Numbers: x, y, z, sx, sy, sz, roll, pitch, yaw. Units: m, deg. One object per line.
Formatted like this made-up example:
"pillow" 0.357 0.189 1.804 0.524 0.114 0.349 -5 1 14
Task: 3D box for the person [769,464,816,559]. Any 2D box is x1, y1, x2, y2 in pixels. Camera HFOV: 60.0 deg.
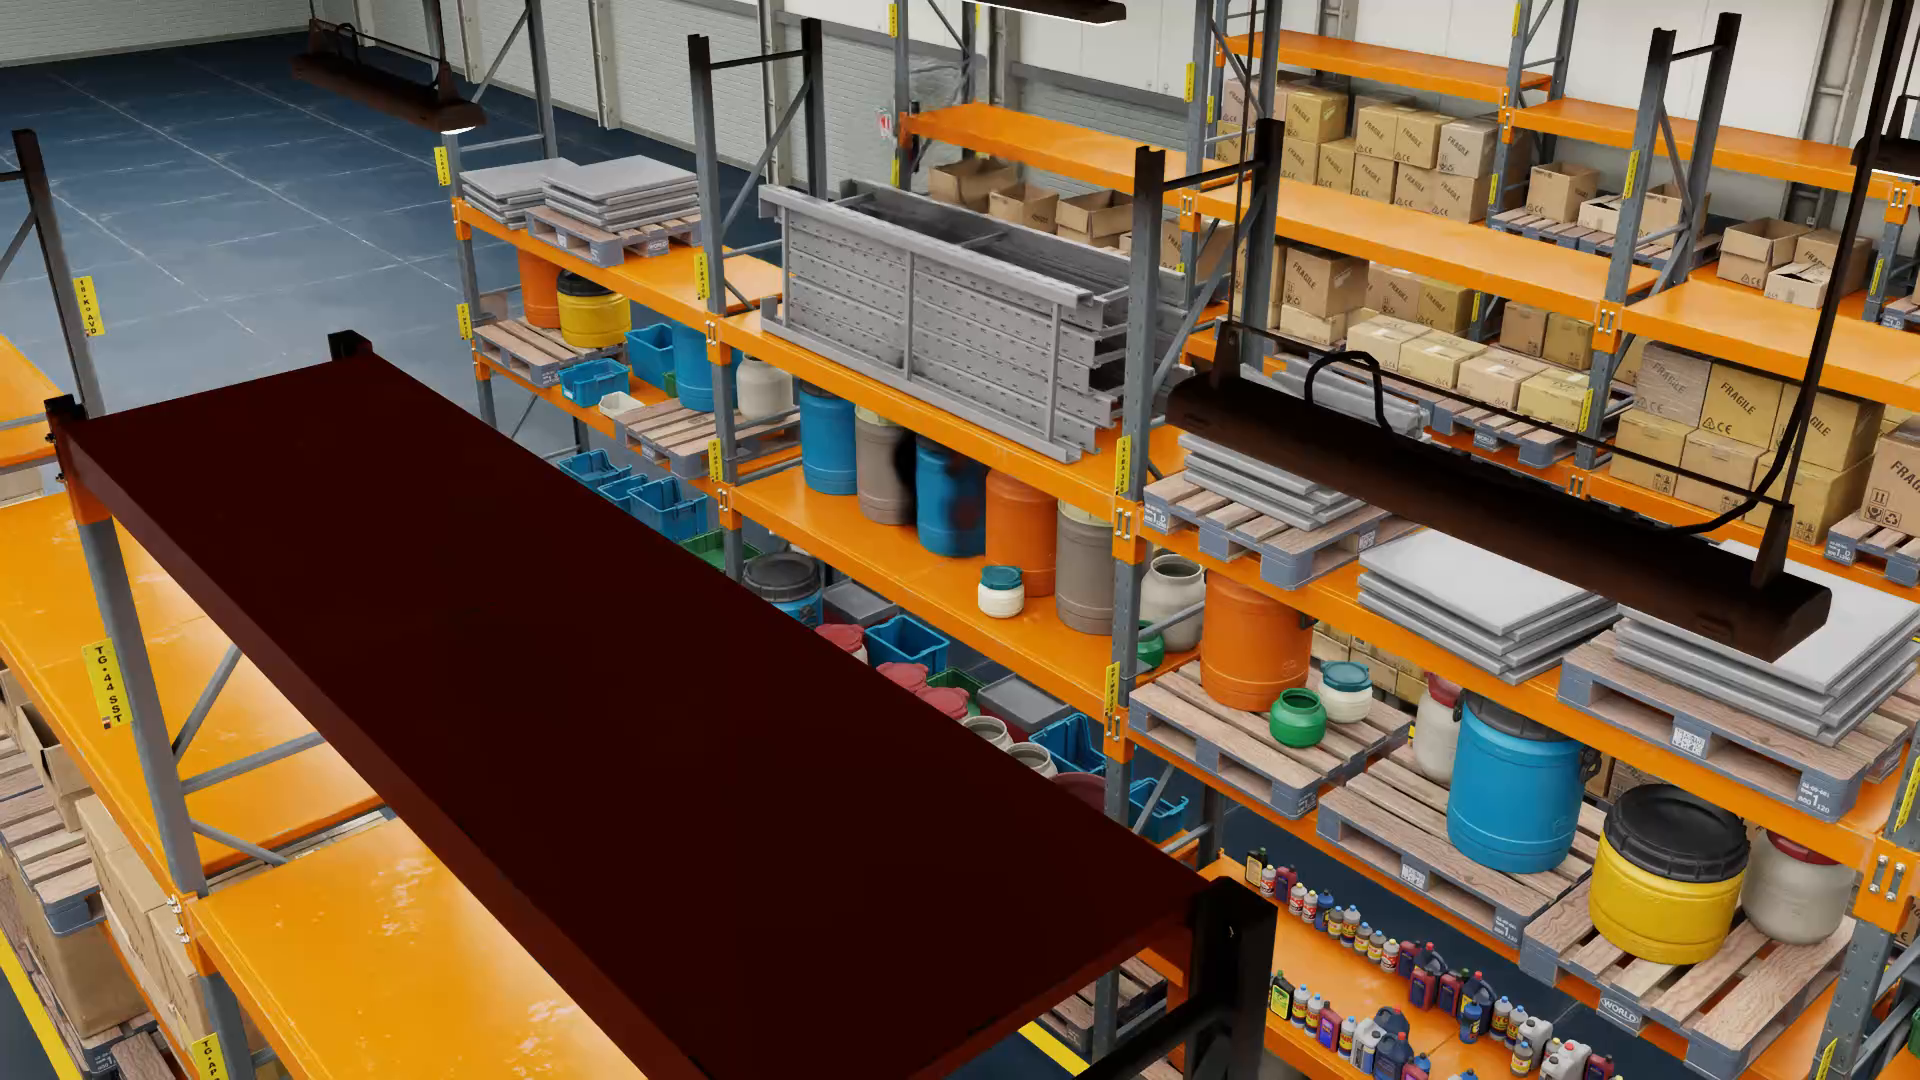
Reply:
"person" -1.440 0.117 15.504 0.636 1.725 0.805 -23 35 -37
